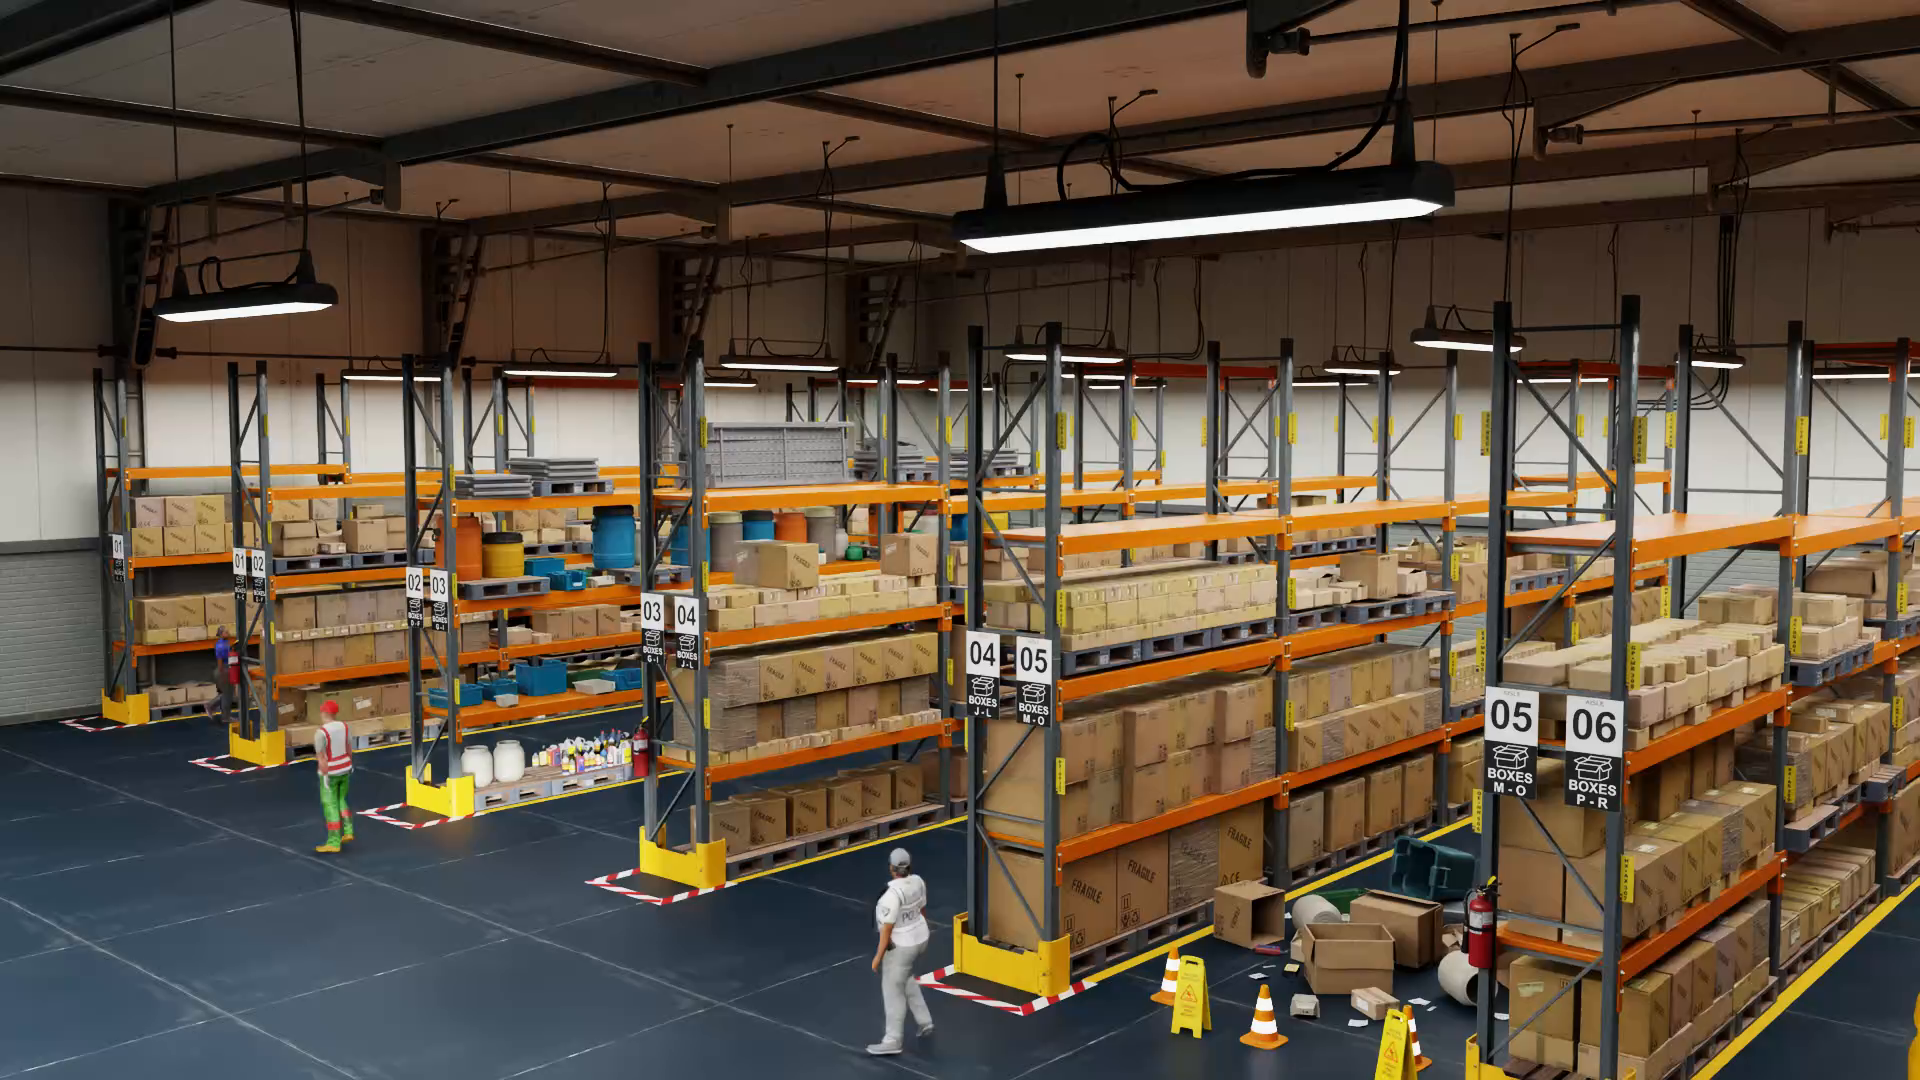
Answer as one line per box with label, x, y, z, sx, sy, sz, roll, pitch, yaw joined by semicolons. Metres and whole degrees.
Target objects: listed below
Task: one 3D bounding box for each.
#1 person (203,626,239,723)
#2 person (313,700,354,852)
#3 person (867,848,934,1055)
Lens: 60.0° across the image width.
person;-12.474;2.269;28.038;0.572;1.649;0.453;-1;4;-18
person;-7.461;2.791;19.869;0.368;1.788;0.668;2;4;21
person;-0.470;3.335;13.594;0.441;1.679;0.582;2;5;24
